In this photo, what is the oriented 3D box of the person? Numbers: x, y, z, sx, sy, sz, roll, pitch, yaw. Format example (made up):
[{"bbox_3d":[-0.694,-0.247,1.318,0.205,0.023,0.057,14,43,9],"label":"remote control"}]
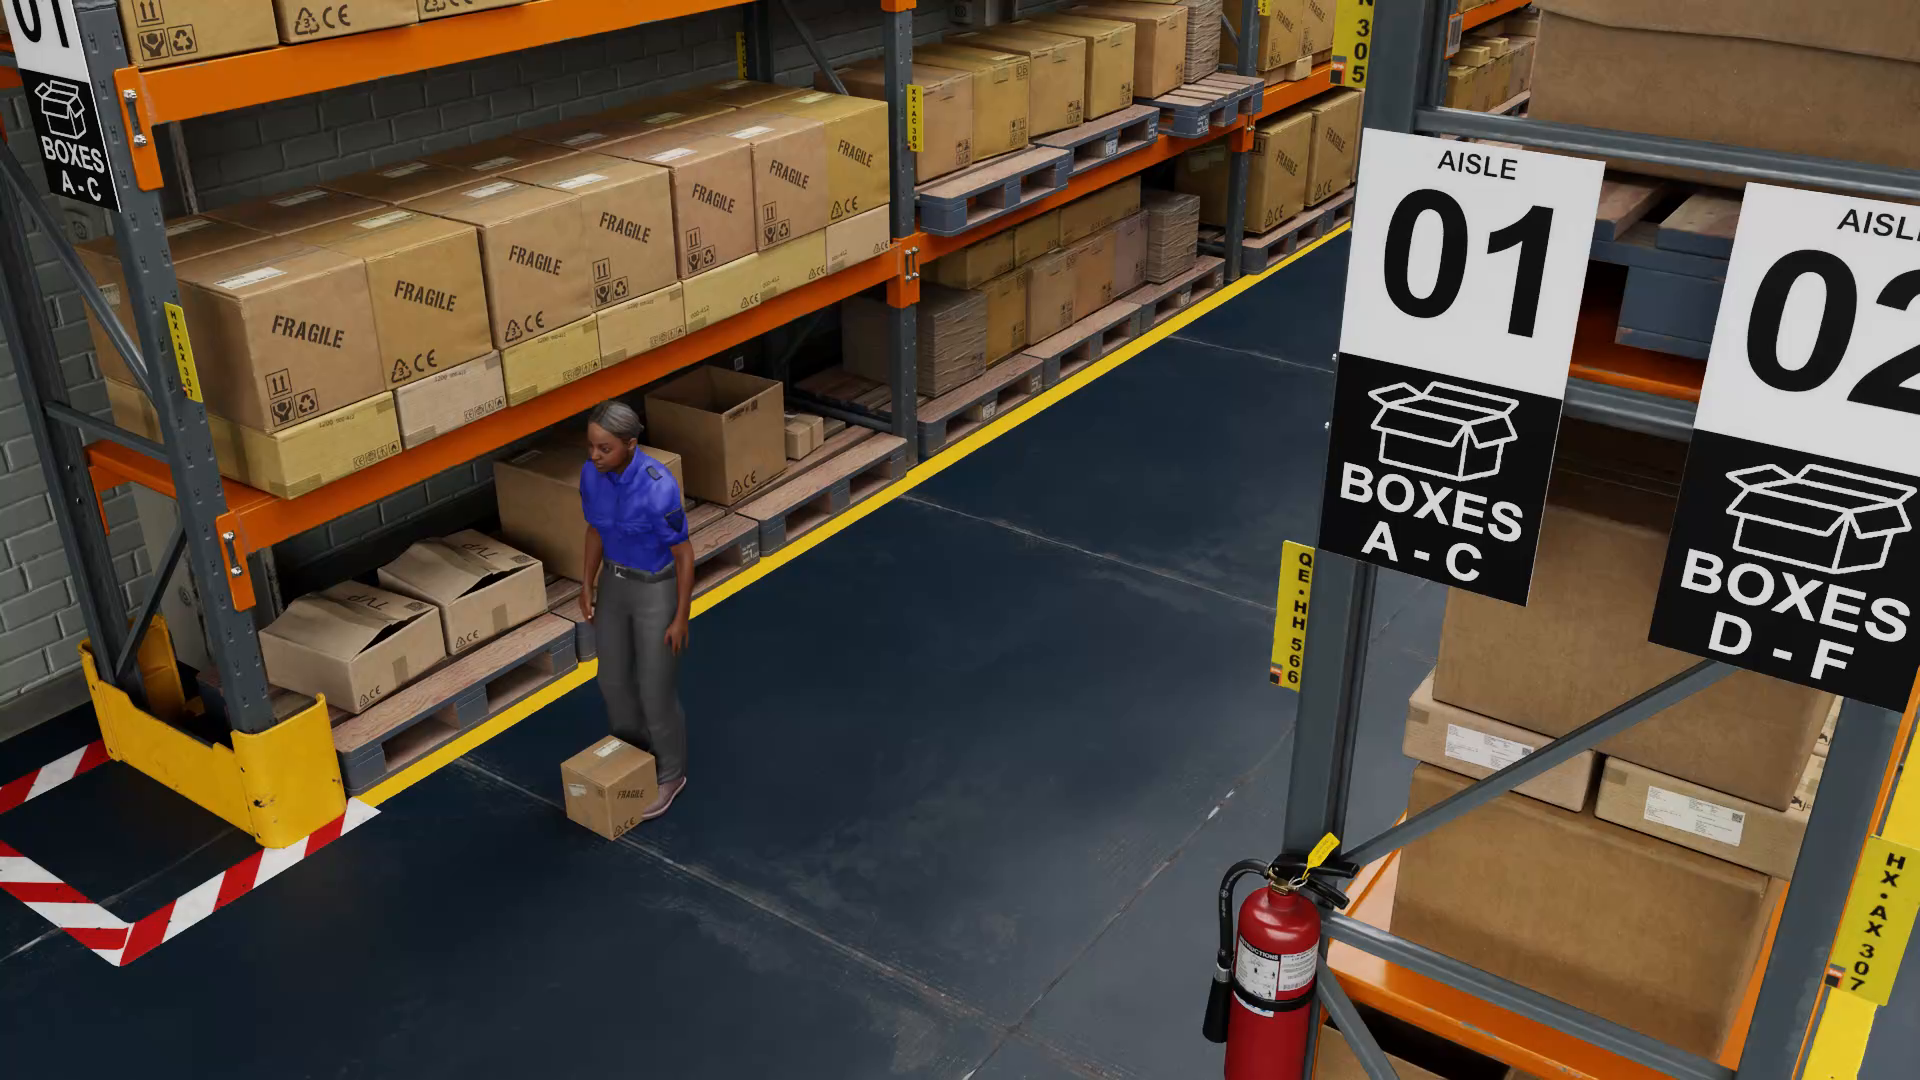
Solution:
[{"bbox_3d":[-1.217,0.236,6.161,0.529,1.656,0.395,16,31,28],"label":"person"}]
